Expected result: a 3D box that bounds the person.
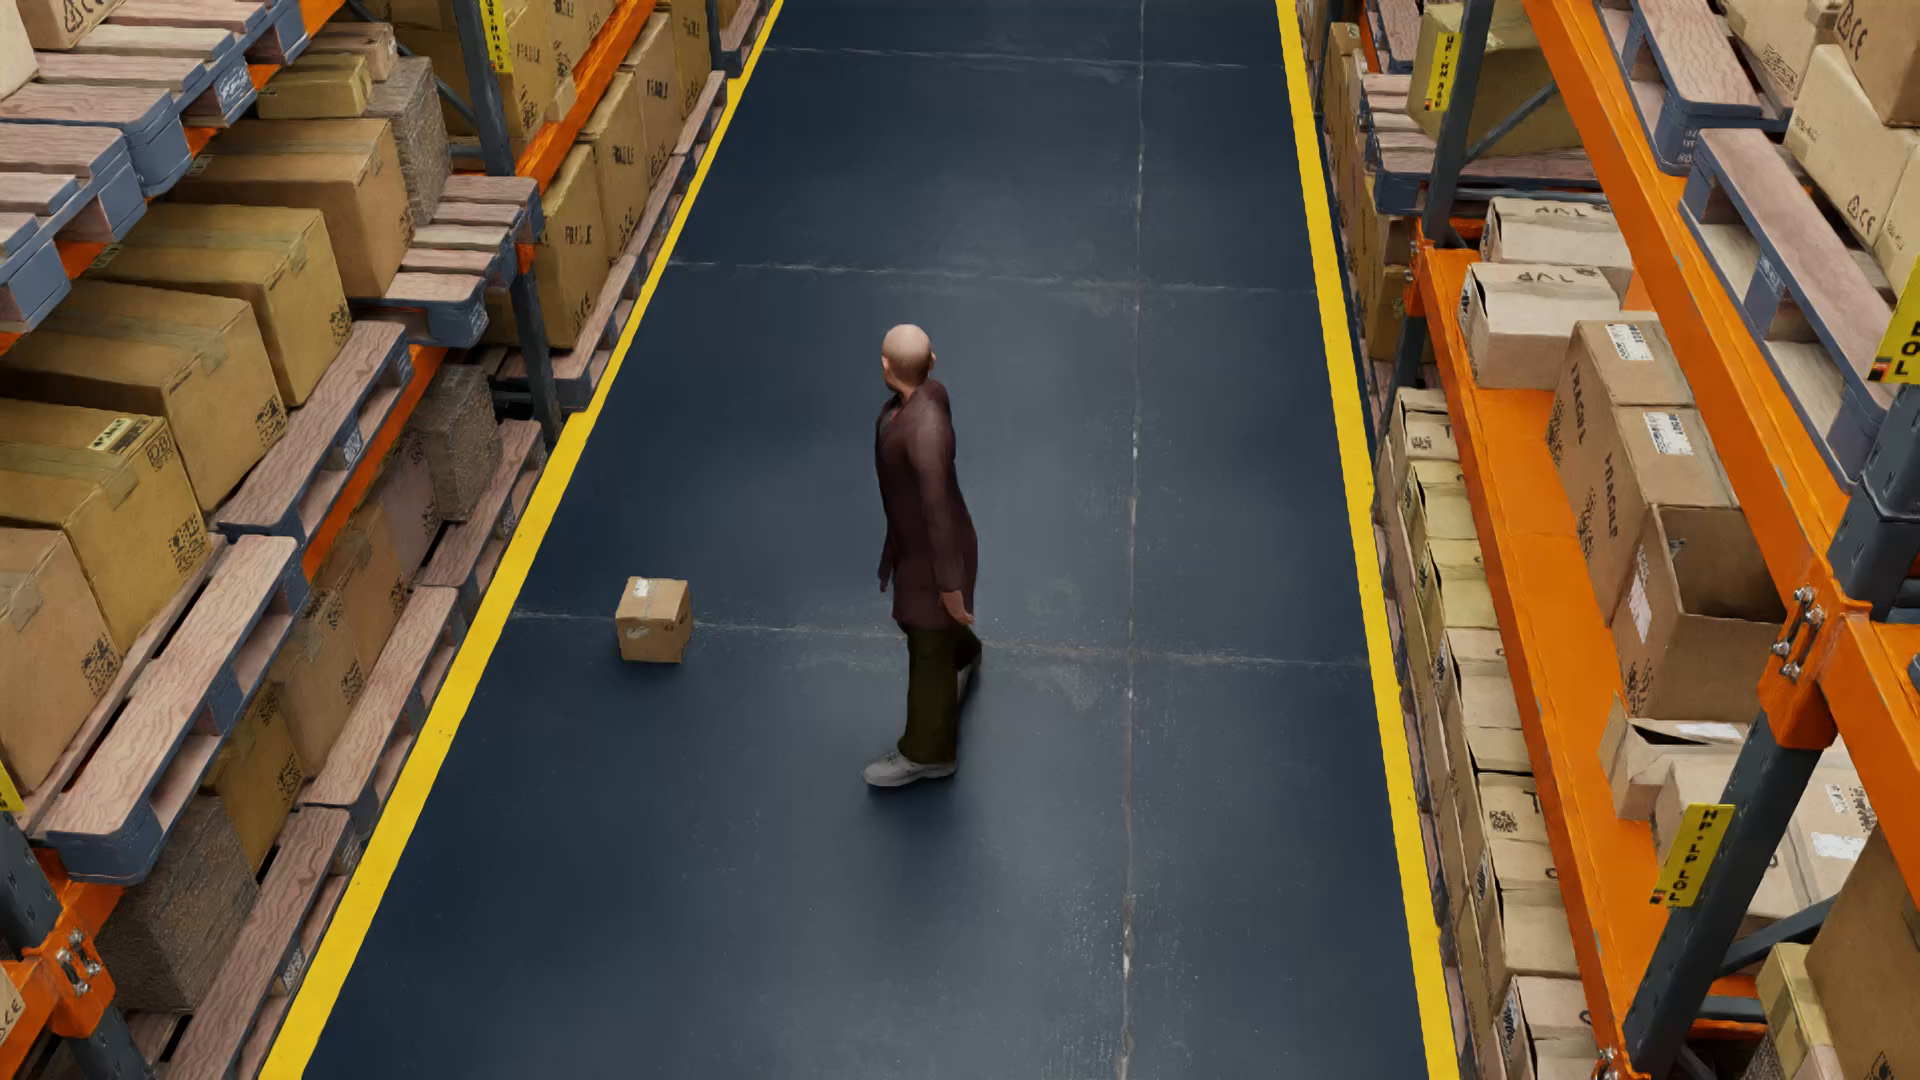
[{"bbox_3d":[-0.147,0.050,6.127,0.665,1.726,0.695,-12,41,-15],"label":"person"}]
